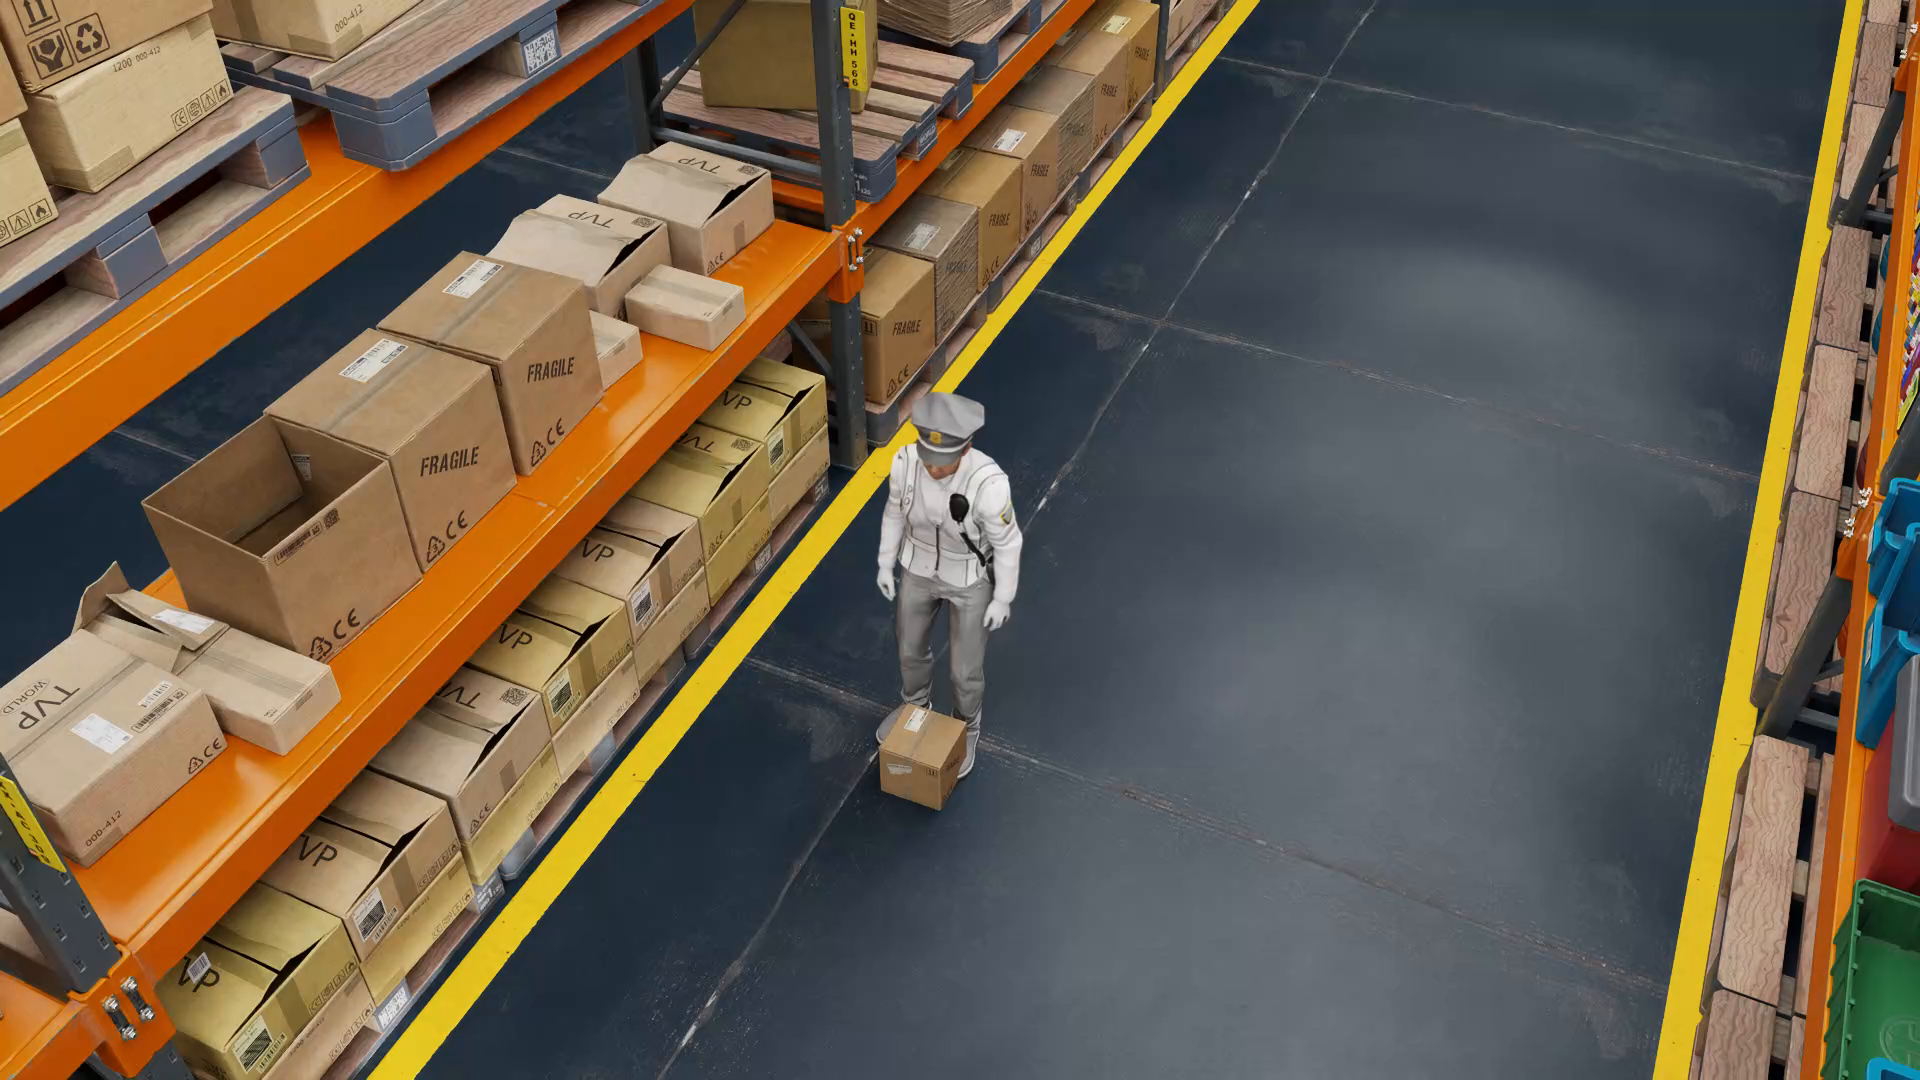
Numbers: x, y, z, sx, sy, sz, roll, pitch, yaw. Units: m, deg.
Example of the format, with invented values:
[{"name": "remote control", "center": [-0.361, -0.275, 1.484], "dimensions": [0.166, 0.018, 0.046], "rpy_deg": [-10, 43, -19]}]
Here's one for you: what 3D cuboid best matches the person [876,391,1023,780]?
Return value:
[{"name": "person", "center": [-0.055, 0.159, 5.982], "dimensions": [0.531, 1.663, 0.413], "rpy_deg": [16, 45, 16]}]
